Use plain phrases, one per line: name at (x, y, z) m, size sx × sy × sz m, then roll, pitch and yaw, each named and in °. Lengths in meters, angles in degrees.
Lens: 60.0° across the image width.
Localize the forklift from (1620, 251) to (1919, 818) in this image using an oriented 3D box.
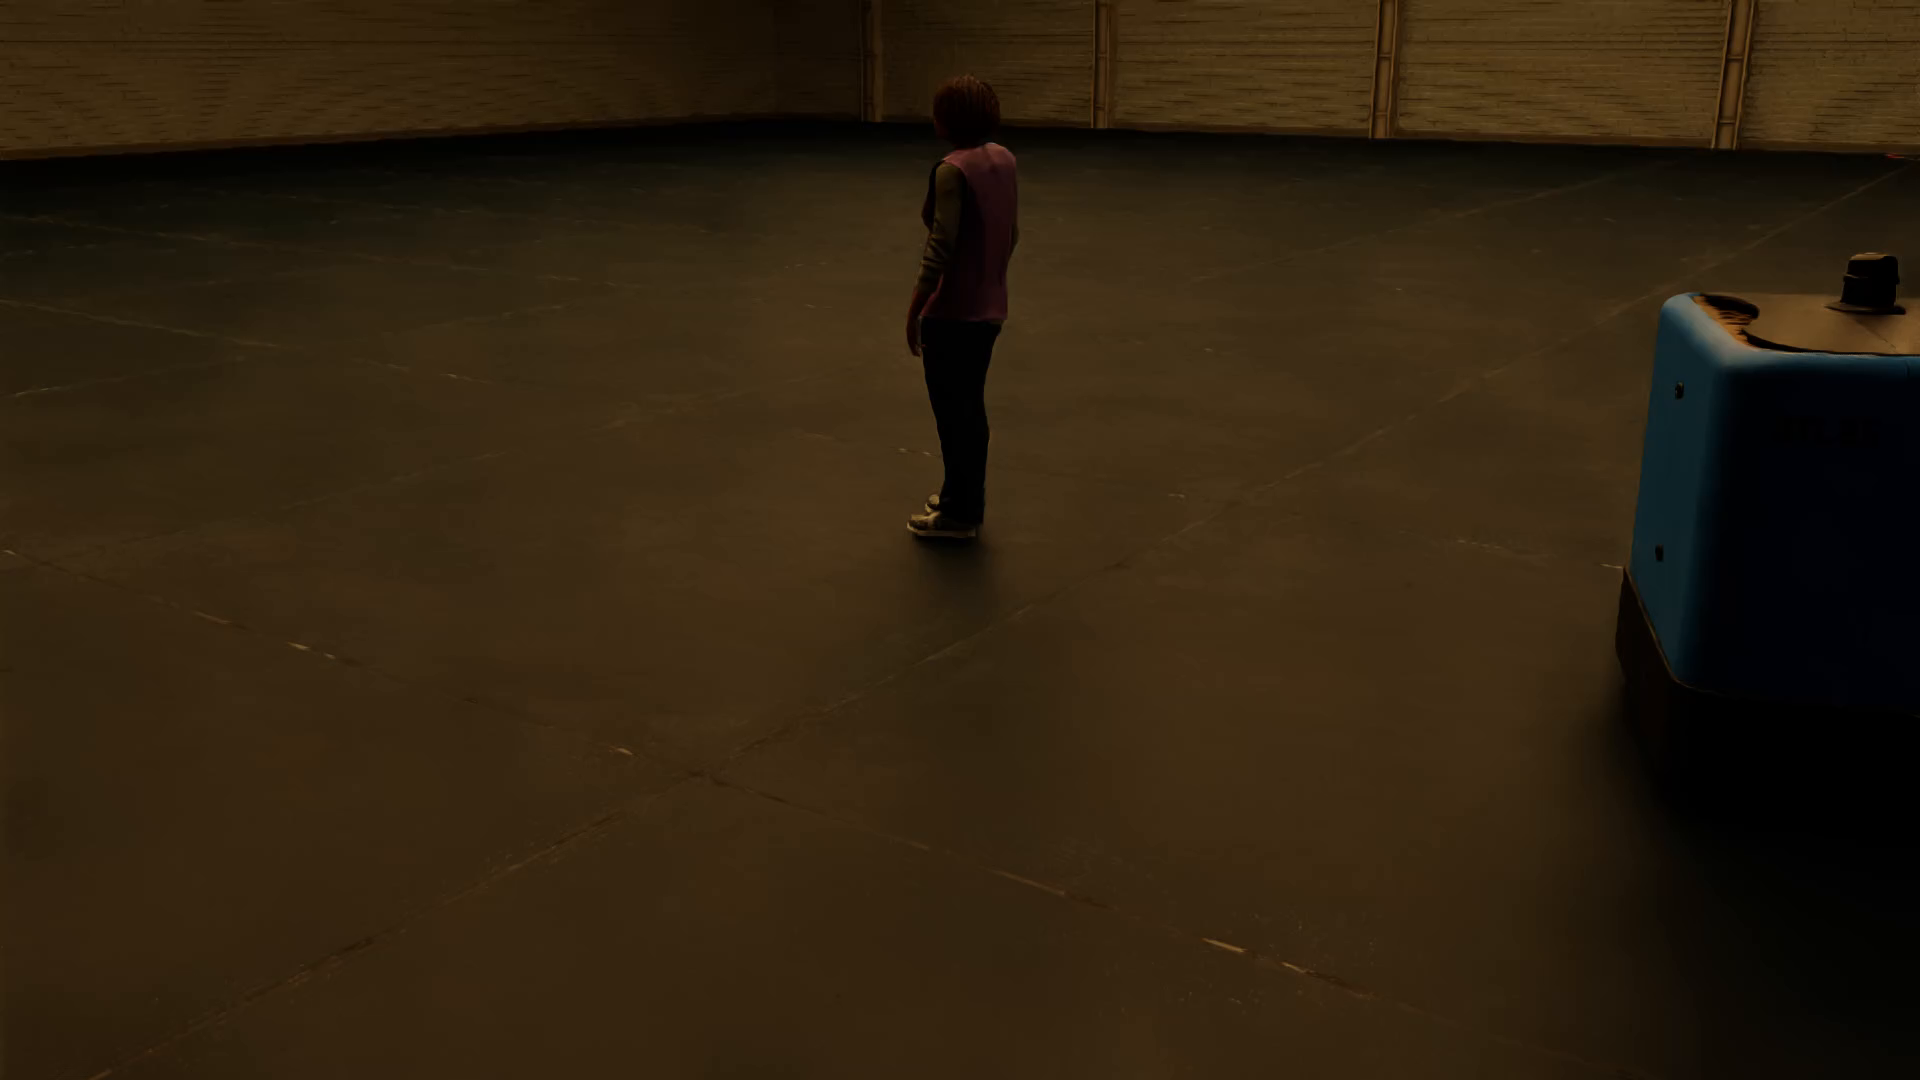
forklift at (3.195, -0.797, 3.496) m, size 3.031 × 2.935 × 1.130 m, roll 5°, pitch 17°, yaw 16°

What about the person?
person at (-0.053, -0.787, 5.769) m, size 0.474 × 1.597 × 0.521 m, roll 11°, pitch 20°, yaw 33°
